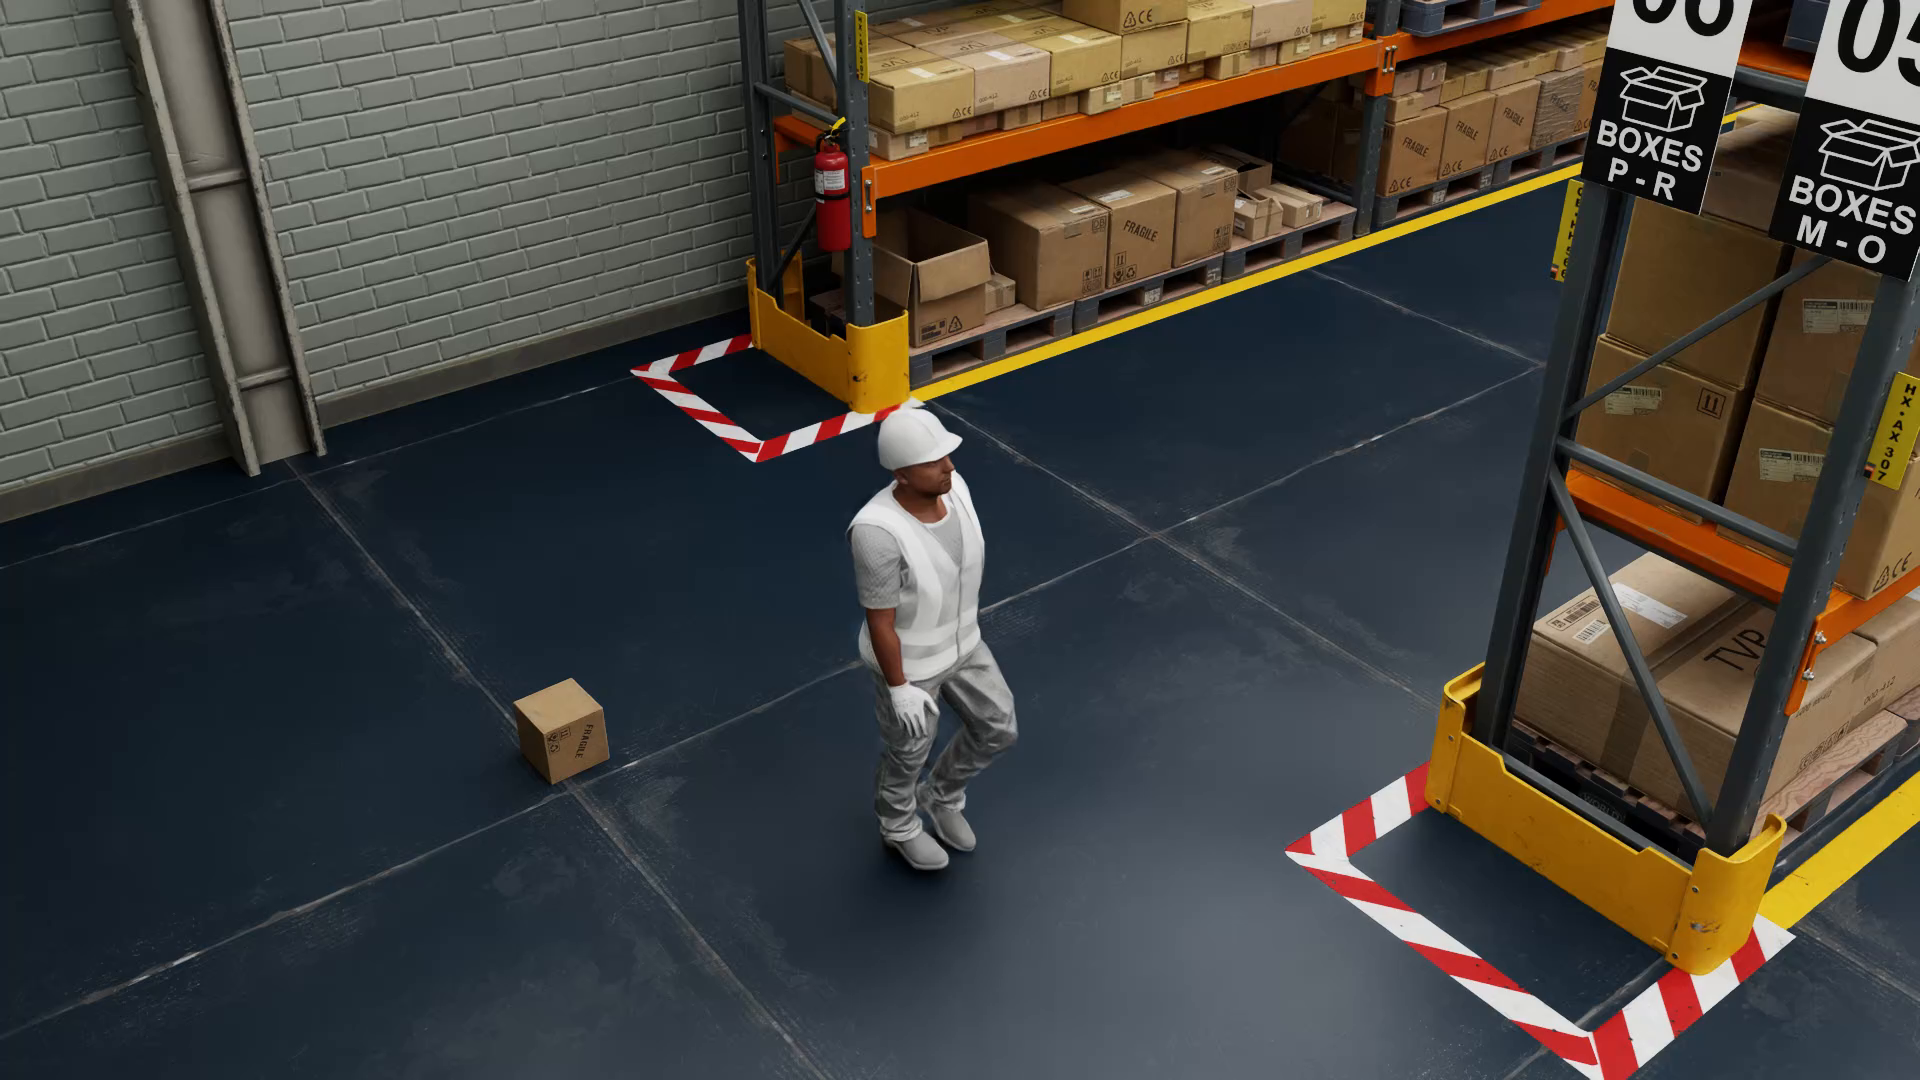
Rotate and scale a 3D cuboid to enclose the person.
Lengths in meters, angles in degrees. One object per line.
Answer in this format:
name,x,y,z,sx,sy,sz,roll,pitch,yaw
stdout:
person,-0.089,0.392,5.466,0.455,1.812,0.544,22,38,31
